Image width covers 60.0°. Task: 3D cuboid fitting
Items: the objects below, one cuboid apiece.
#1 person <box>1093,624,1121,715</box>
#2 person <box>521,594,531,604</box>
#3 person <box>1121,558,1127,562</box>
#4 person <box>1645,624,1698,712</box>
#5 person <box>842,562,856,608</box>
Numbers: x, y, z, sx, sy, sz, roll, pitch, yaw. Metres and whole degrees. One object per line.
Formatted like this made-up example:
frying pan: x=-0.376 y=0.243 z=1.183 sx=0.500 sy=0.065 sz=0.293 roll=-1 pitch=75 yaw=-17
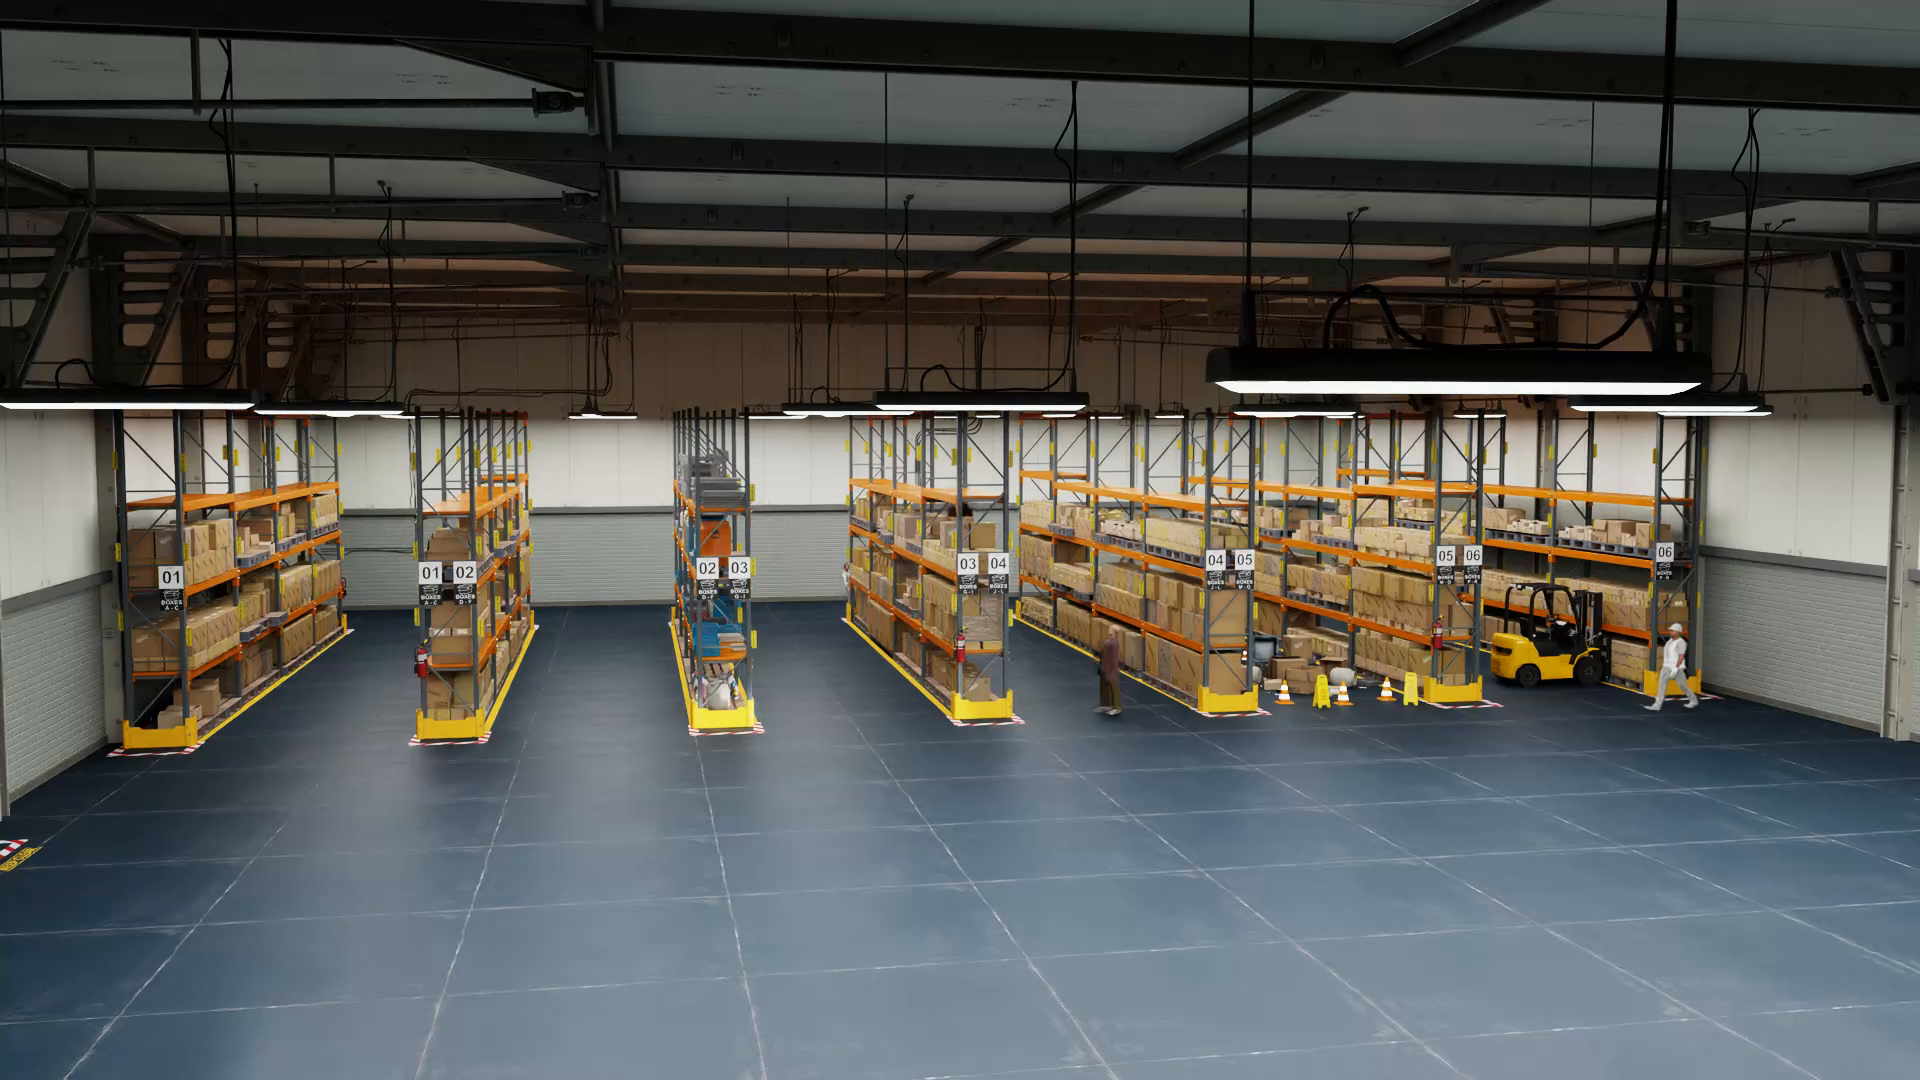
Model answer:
person: x=2.909 y=2.520 z=32.548 sx=0.424 sy=1.780 sz=0.798 roll=-2 pitch=5 yaw=-26
person: x=-12.984 y=1.334 z=49.352 sx=0.650 sy=1.749 sz=0.578 roll=0 pitch=4 yaw=1
person: x=5.018 y=1.326 z=50.480 sx=0.888 sy=1.591 sz=0.513 roll=-1 pitch=4 yaw=-14
person: x=14.100 y=2.524 z=32.809 sx=1.082 sy=1.746 sz=0.519 roll=-2 pitch=4 yaw=-25
person: x=-3.126 y=1.446 z=48.932 sx=0.397 sy=1.589 sz=0.637 roll=4 pitch=6 yaw=45
